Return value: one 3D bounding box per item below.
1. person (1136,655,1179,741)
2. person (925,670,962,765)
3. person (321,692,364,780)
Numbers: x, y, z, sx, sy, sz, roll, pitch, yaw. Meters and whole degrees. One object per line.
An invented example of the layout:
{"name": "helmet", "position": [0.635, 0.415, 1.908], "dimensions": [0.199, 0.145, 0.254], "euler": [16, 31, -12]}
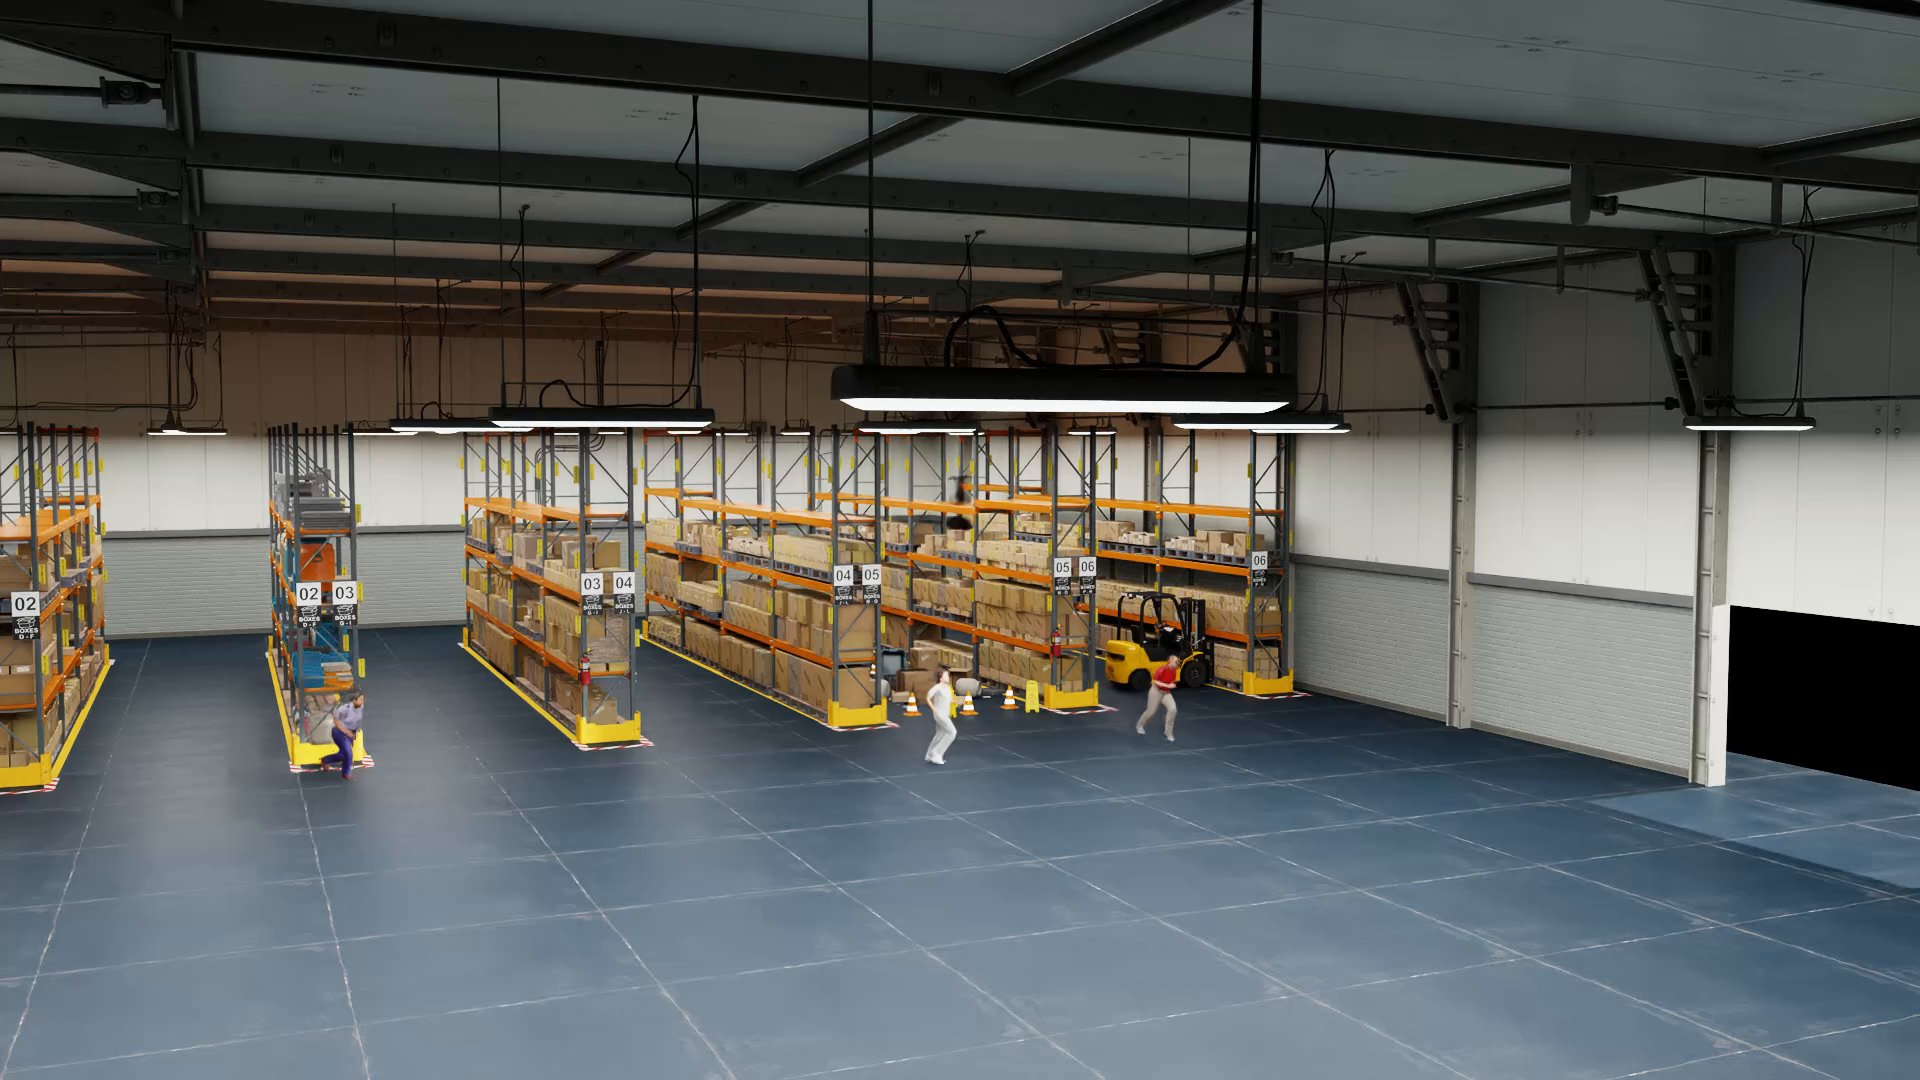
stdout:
{"name": "person", "position": [3.795, 3.004, 31.750], "dimensions": [0.707, 1.696, 1.017], "euler": [-3, 5, -43]}
{"name": "person", "position": [-0.289, 3.108, 29.266], "dimensions": [0.651, 1.660, 0.542], "euler": [1, 4, 18]}
{"name": "person", "position": [-10.373, 3.341, 27.966], "dimensions": [0.890, 1.400, 0.603], "euler": [1, 4, 22]}
